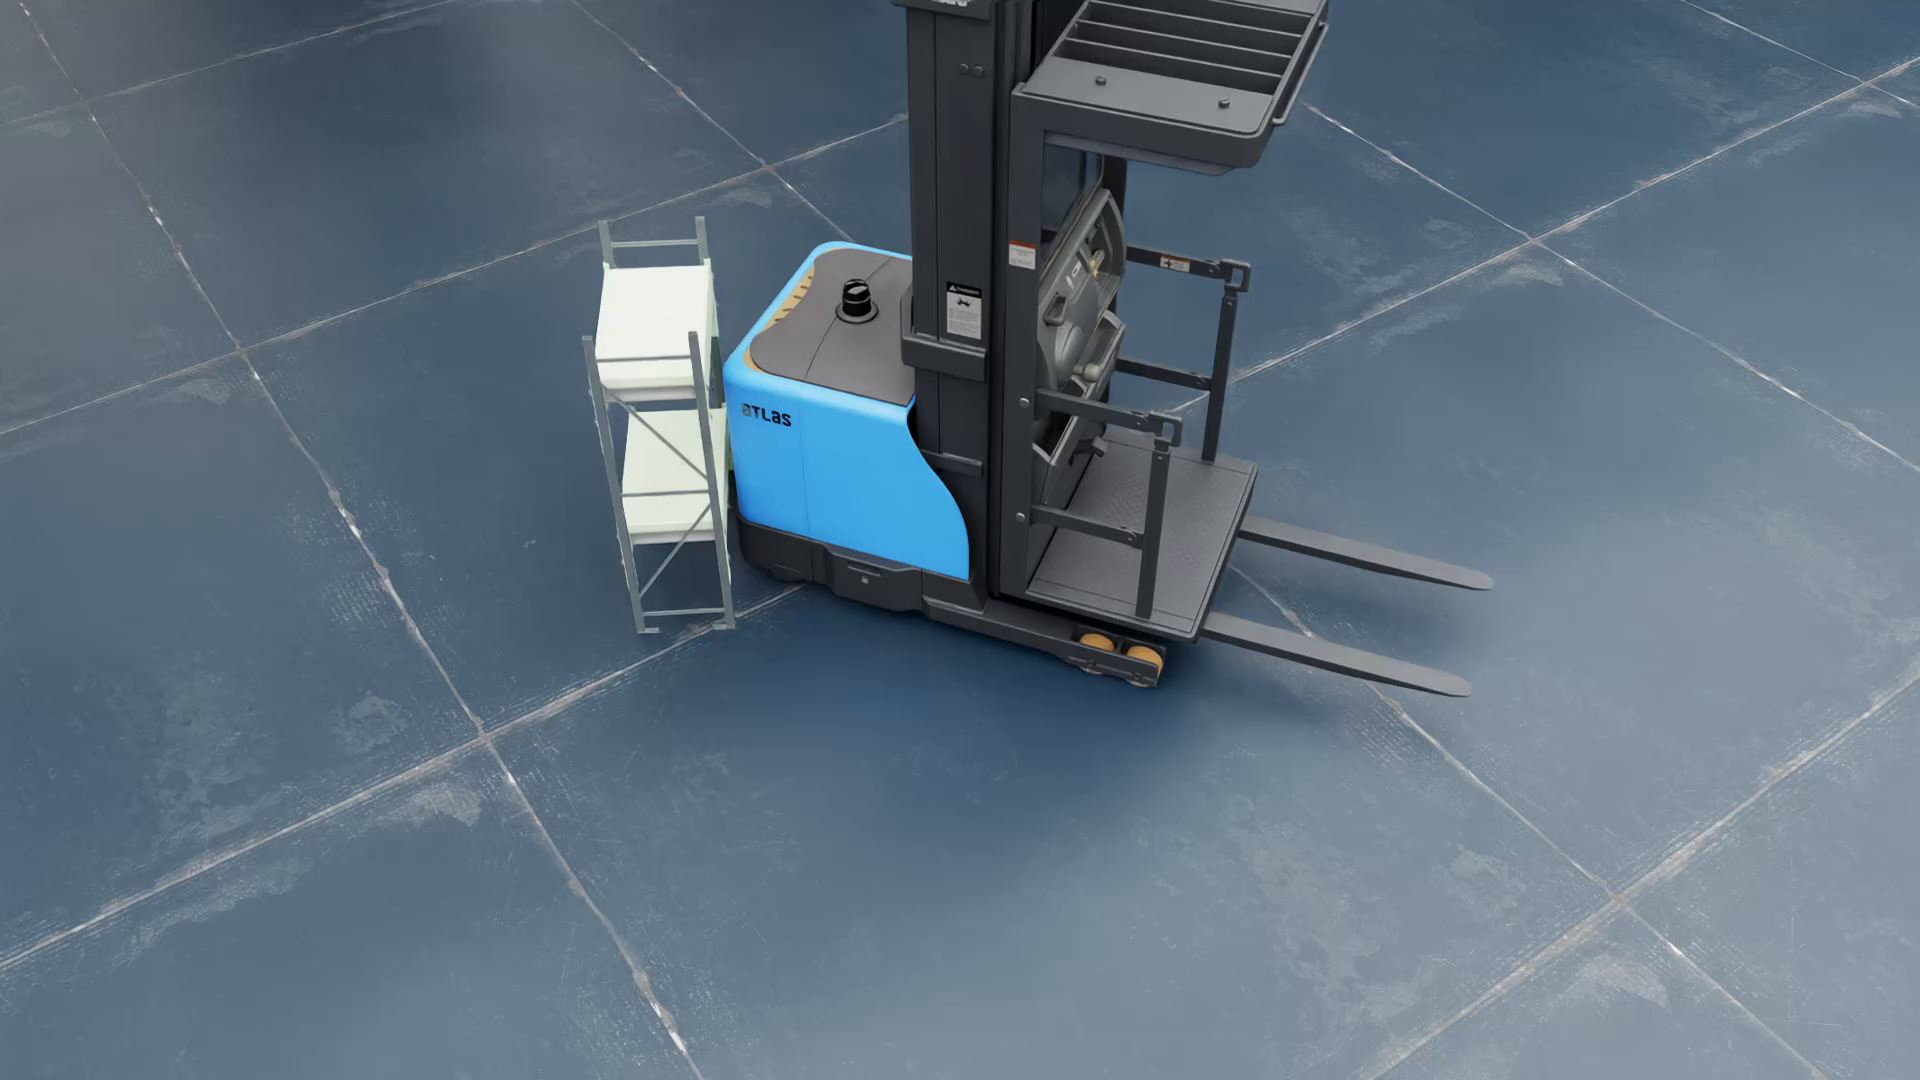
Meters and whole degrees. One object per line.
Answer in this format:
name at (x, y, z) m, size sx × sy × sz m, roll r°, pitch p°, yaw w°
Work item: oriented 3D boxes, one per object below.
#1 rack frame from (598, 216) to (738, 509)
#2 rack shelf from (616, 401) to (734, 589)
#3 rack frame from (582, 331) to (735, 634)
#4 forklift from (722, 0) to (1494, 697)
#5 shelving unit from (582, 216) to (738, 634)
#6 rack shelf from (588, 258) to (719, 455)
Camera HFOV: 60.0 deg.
rack frame at (-1.182, -0.678, 6.864) m, size 0.400 × 1.500 × 0.023 m, roll -3°, pitch 44°, yaw -4°
rack shelf at (-1.155, -0.191, 6.825) m, size 0.431 × 0.370 × 0.720 m, roll -3°, pitch 44°, yaw -4°
rack frame at (-1.124, -0.175, 6.336) m, size 0.400 × 1.500 × 0.023 m, roll -3°, pitch 44°, yaw -4°
forklift at (0.636, -0.893, 6.054) m, size 3.031 × 2.935 × 1.130 m, roll 15°, pitch 46°, yaw 15°
shelving unit at (-1.153, -0.427, 6.600) m, size 0.431 × 1.500 × 0.755 m, roll -3°, pitch 44°, yaw -4°
rack shelf at (-1.151, -0.709, 6.331) m, size 0.431 × 0.370 × 0.720 m, roll -3°, pitch 44°, yaw -4°
